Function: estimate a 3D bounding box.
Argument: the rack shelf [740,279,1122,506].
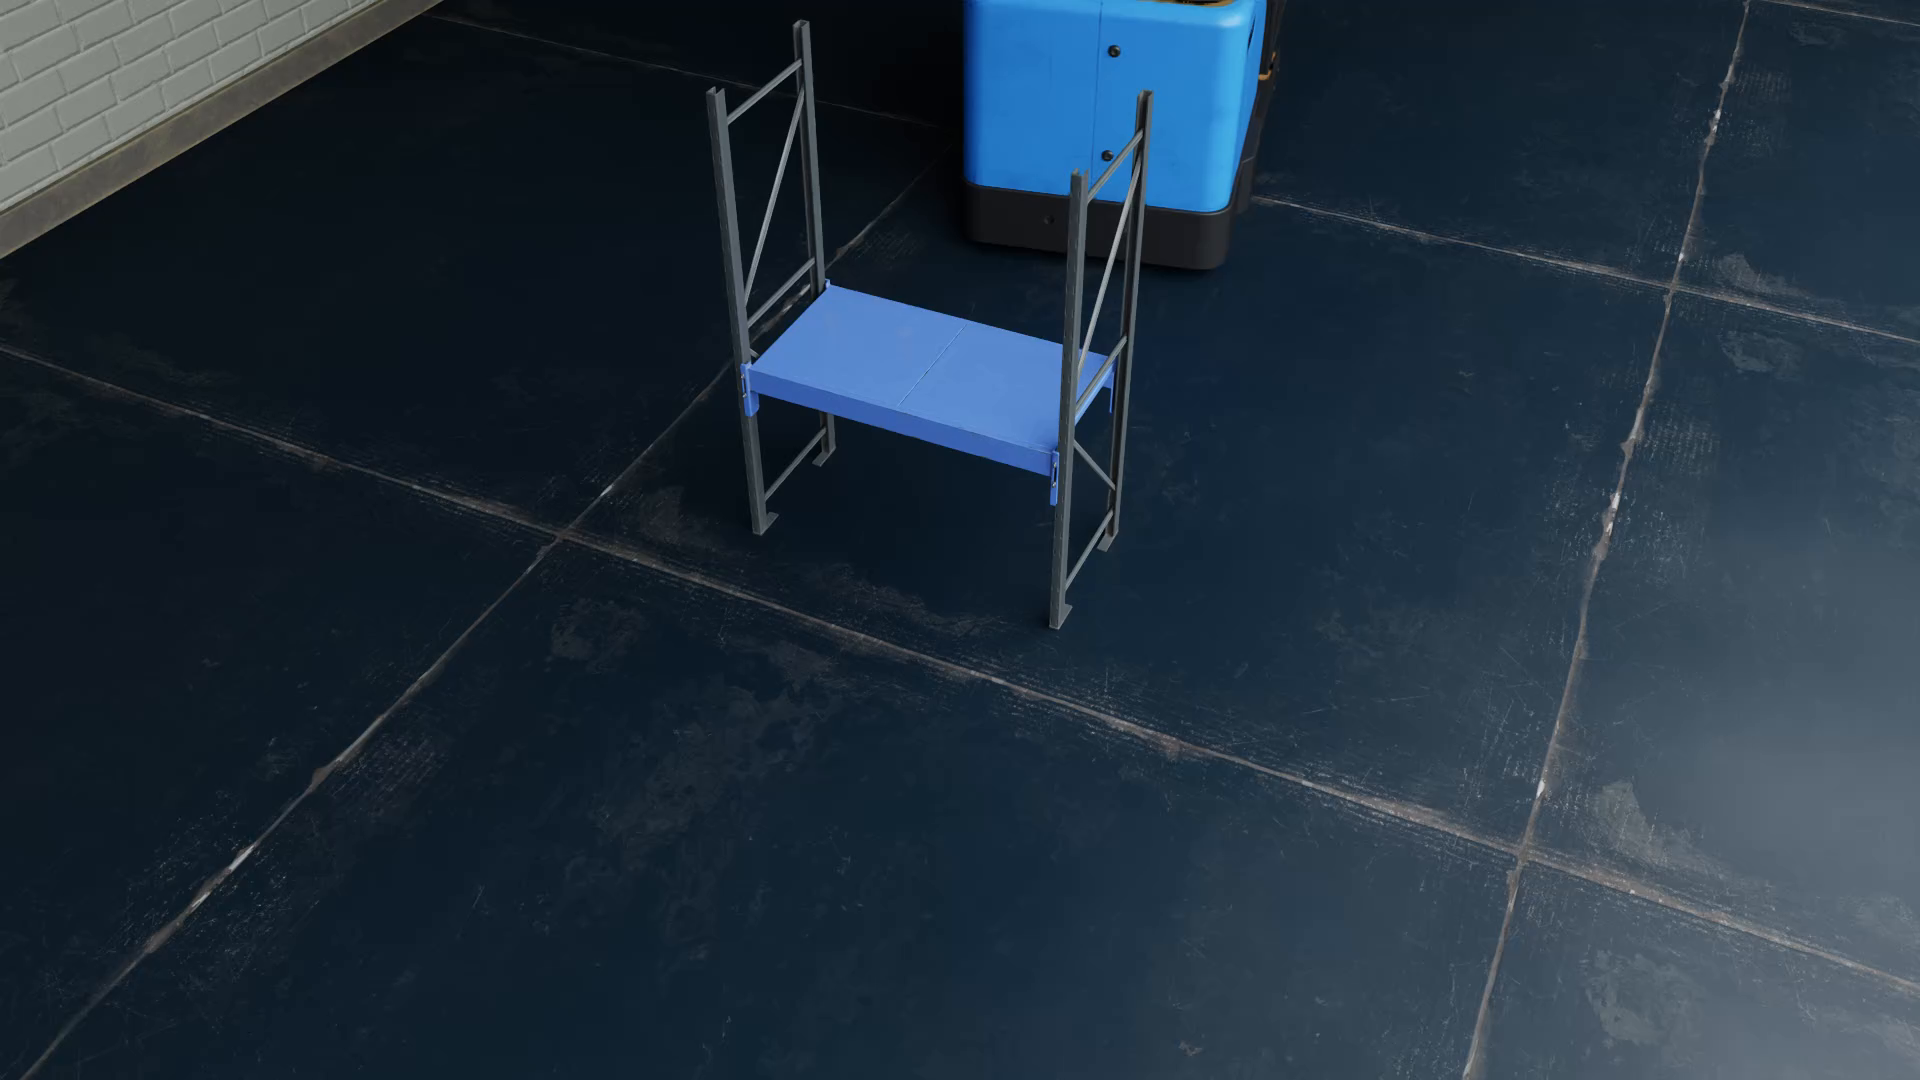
[{"bbox_3d":[-0.077,-0.454,4.904,1.000,0.185,0.538,17,44,19],"label":"rack shelf"}]

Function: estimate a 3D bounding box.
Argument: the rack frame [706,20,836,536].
[{"bbox_3d":[-0.538,-0.731,4.948,0.032,1.500,0.500,17,44,19],"label":"rack frame"}]

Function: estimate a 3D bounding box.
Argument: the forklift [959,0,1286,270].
[{"bbox_3d":[0.849,-3.109,6.600,1.130,2.935,3.031,9,42,10],"label":"forklift"}]

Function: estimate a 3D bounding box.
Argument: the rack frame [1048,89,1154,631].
[{"bbox_3d":[0.383,-0.450,4.624,0.032,1.500,0.500,17,44,19],"label":"rack frame"}]

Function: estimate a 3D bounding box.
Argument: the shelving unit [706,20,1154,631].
[{"bbox_3d":[-0.077,-0.590,4.786,1.048,1.500,0.538,17,44,19],"label":"shelving unit"}]
